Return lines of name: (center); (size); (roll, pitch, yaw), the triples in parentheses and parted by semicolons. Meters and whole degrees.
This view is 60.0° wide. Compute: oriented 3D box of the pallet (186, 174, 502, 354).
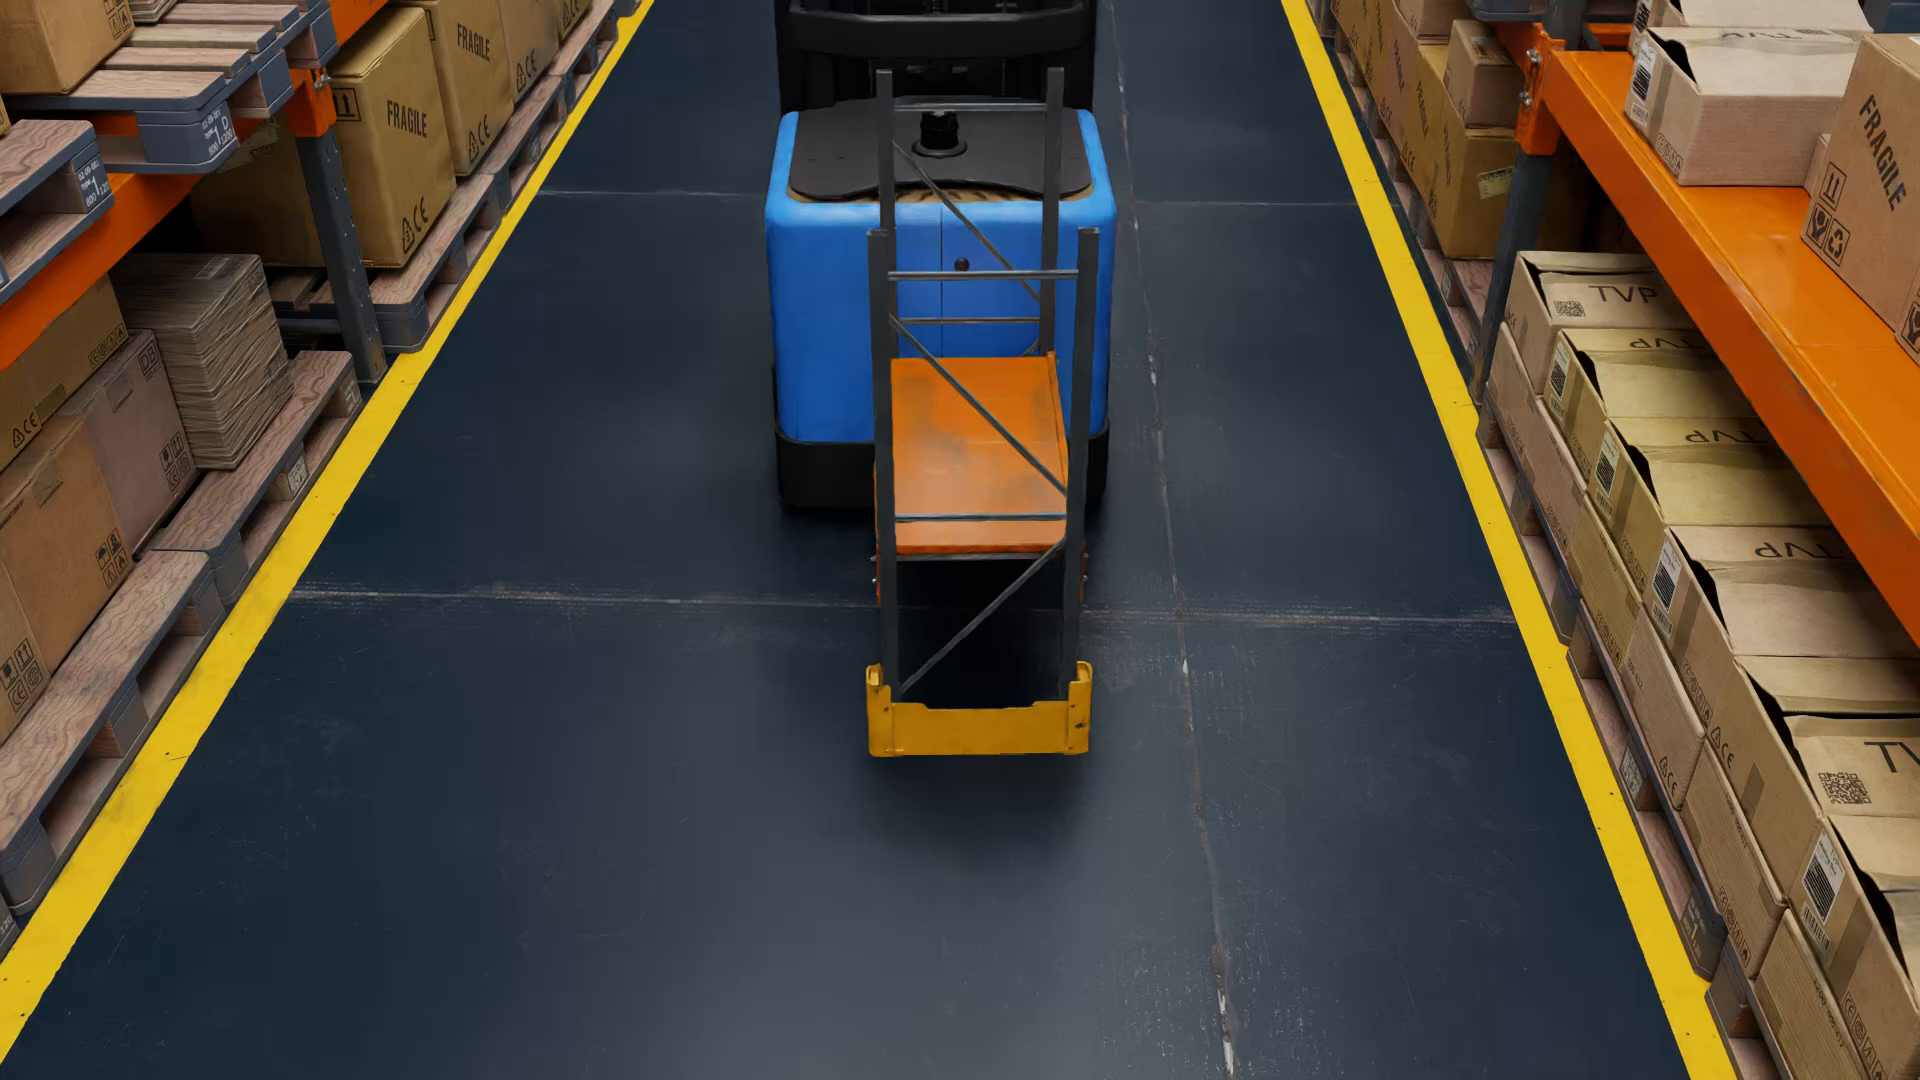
pallet: (-2.507, -1.143, 6.692); (1.003, 0.211, 1.213); (1, 35, 2)

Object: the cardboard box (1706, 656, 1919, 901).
cardboard box: (1.942, 0.477, 3.501); (0.500, 0.311, 0.500); (1, 35, 2)

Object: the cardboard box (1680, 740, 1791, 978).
cardboard box: (1.944, 0.702, 3.669); (0.500, 0.250, 0.500); (2, 35, 3)

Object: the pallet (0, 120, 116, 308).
pallet: (-2.653, -0.616, 3.684); (1.003, 0.211, 1.213); (1, 35, 2)

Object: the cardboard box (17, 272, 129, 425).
cardboard box: (-2.677, -0.556, 4.571); (0.500, 0.250, 0.500); (2, 35, 3)

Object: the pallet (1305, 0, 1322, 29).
pallet: (2.525, -3.272, 9.722); (1.003, 0.211, 1.213); (1, 35, 2)

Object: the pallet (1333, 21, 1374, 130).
pallet: (2.501, -2.409, 8.494); (1.003, 0.211, 1.213); (1, 35, 2)

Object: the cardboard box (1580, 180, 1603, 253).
cardboard box: (2.655, -1.433, 6.472); (0.500, 0.500, 0.500); (0, 35, 0)

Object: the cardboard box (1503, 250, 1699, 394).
cardboard box: (2.021, -0.702, 5.179); (0.500, 0.311, 0.500); (2, 35, 3)

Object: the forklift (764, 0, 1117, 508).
forklift: (-0.088, -2.116, 5.712); (1.130, 2.935, 3.031); (-1, 35, -1)

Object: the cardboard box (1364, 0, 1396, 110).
cardboard box: (2.195, -2.310, 7.719); (0.500, 0.500, 0.500); (2, 35, 2)

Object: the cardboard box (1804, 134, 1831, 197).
cardboard box: (2.341, -0.883, 4.117); (0.380, 0.149, 0.250); (4, 35, 5)

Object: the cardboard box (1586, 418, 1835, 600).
cardboard box: (1.986, -0.107, 4.332); (0.500, 0.311, 0.500); (0, 35, 1)

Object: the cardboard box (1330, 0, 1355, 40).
cardboard box: (2.233, -2.903, 8.564); (0.500, 0.500, 0.500); (0, 35, 0)

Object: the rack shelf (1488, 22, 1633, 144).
rack shelf: (2.416, -2.575, 6.931); (1.077, 0.370, 4.000); (1, 35, 2)

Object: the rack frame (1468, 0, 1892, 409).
rack frame: (2.336, -1.720, 5.089); (1.000, 3.000, 0.127); (1, 35, 2)

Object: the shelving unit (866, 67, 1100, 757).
shelving unit: (0.038, -0.349, 4.443); (0.587, 1.500, 1.083); (-1, 35, -1)

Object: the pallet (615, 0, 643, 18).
pallet: (-2.345, -3.425, 9.939); (1.003, 0.211, 1.213); (1, 35, 2)

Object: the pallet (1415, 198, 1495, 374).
pallet: (2.403, -1.007, 6.500); (1.003, 0.211, 1.213); (1, 35, 2)

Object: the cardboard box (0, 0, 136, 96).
cardboard box: (-2.618, -1.461, 4.251); (0.700, 0.500, 0.500); (-2, 35, -3)

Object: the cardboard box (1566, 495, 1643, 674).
cardboard box: (1.987, 0.115, 4.504); (0.500, 0.250, 0.500); (0, 35, 1)

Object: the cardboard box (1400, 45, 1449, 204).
cardboard box: (2.160, -1.717, 6.876); (0.500, 0.500, 0.500); (0, 35, 0)

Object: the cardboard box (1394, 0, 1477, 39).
cardboard box: (2.174, -2.347, 7.120); (0.500, 0.250, 0.500); (1, 35, 1)

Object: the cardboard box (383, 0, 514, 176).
cardboard box: (-2.412, -2.047, 7.059); (0.750, 0.750, 0.750); (1, 35, 2)

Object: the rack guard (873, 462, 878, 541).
rack guard: (0.026, -0.124, 5.210); (0.587, 0.250, 0.087); (-1, 35, -1)

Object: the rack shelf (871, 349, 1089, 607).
rack shelf: (0.038, -0.197, 4.539); (0.538, 0.185, 1.000); (-1, 35, -1)

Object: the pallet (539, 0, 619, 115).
pallet: (-2.409, -2.545, 8.687); (1.003, 0.211, 1.213); (1, 35, 2)

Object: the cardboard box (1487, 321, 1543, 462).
cardboard box: (2.021, -0.473, 5.340); (0.500, 0.250, 0.500); (1, 35, 2)

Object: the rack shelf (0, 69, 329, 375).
rack shelf: (-2.695, -0.389, 3.820); (1.077, 0.370, 4.000); (1, 35, 2)

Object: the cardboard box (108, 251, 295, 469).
cardboard box: (-2.591, -0.575, 5.250); (0.700, 0.500, 0.500); (2, 35, 3)

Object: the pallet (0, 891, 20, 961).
pallet: (-2.745, 1.159, 3.417); (1.003, 0.211, 1.213); (1, 35, 2)

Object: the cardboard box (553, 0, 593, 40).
cardboard box: (-2.350, -3.046, 8.480); (0.750, 0.750, 0.750); (2, 35, 2)

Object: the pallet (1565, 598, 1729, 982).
pallet: (2.212, 0.592, 4.224); (1.003, 0.211, 1.213); (1, 35, 2)

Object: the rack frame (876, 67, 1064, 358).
rack frame: (0.026, -0.636, 4.851); (0.500, 1.500, 0.032); (-1, 35, -1)

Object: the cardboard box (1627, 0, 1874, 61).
cardboard box: (2.277, -1.476, 4.818); (0.500, 0.311, 0.500); (3, 35, 5)

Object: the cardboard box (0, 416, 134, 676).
cardboard box: (-2.720, 0.005, 4.426); (0.700, 0.500, 0.500); (1, 35, 2)

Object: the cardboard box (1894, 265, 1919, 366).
cardboard box: (2.263, -0.494, 3.257); (0.500, 0.500, 0.500); (1, 35, 2)
